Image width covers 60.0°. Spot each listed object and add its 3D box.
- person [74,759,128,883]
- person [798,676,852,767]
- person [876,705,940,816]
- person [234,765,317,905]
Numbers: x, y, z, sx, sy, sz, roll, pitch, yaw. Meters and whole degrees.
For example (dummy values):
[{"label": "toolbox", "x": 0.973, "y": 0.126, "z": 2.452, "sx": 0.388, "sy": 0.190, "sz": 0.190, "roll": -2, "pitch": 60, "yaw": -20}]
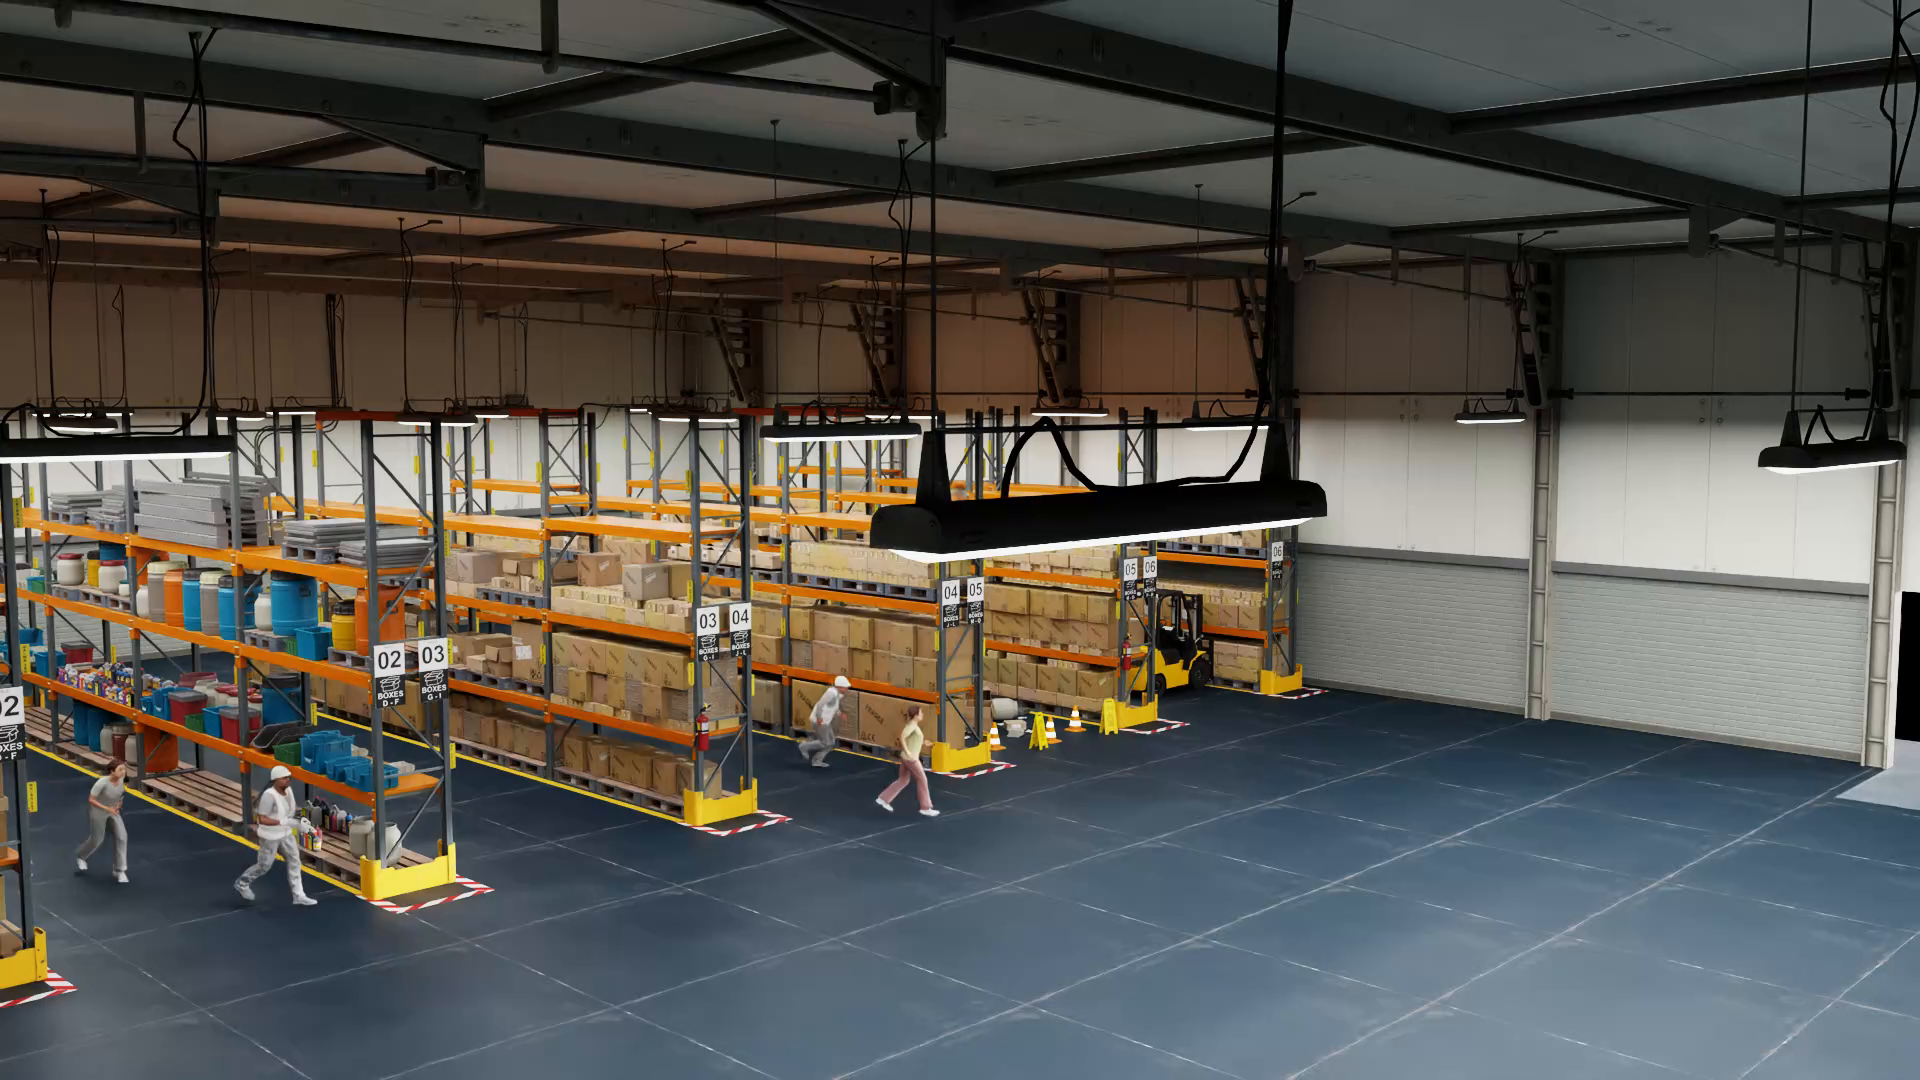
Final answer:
[{"label": "person", "x": -11.216, "y": 3.631, "z": 21.716, "sx": 1.010, "sy": 1.618, "sz": 0.594, "roll": 2, "pitch": 5, "yaw": 23}, {"label": "person", "x": -2.286, "y": 3.070, "z": 28.038, "sx": 0.937, "sy": 1.581, "sz": 0.677, "roll": 1, "pitch": 5, "yaw": 13}, {"label": "person", "x": -0.761, "y": 3.296, "z": 24.850, "sx": 0.913, "sy": 1.666, "sz": 0.543, "roll": -1, "pitch": 5, "yaw": -11}, {"label": "person", "x": -8.433, "y": 3.618, "z": 20.393, "sx": 1.063, "sy": 1.746, "sz": 0.660, "roll": 2, "pitch": 5, "yaw": 17}]
